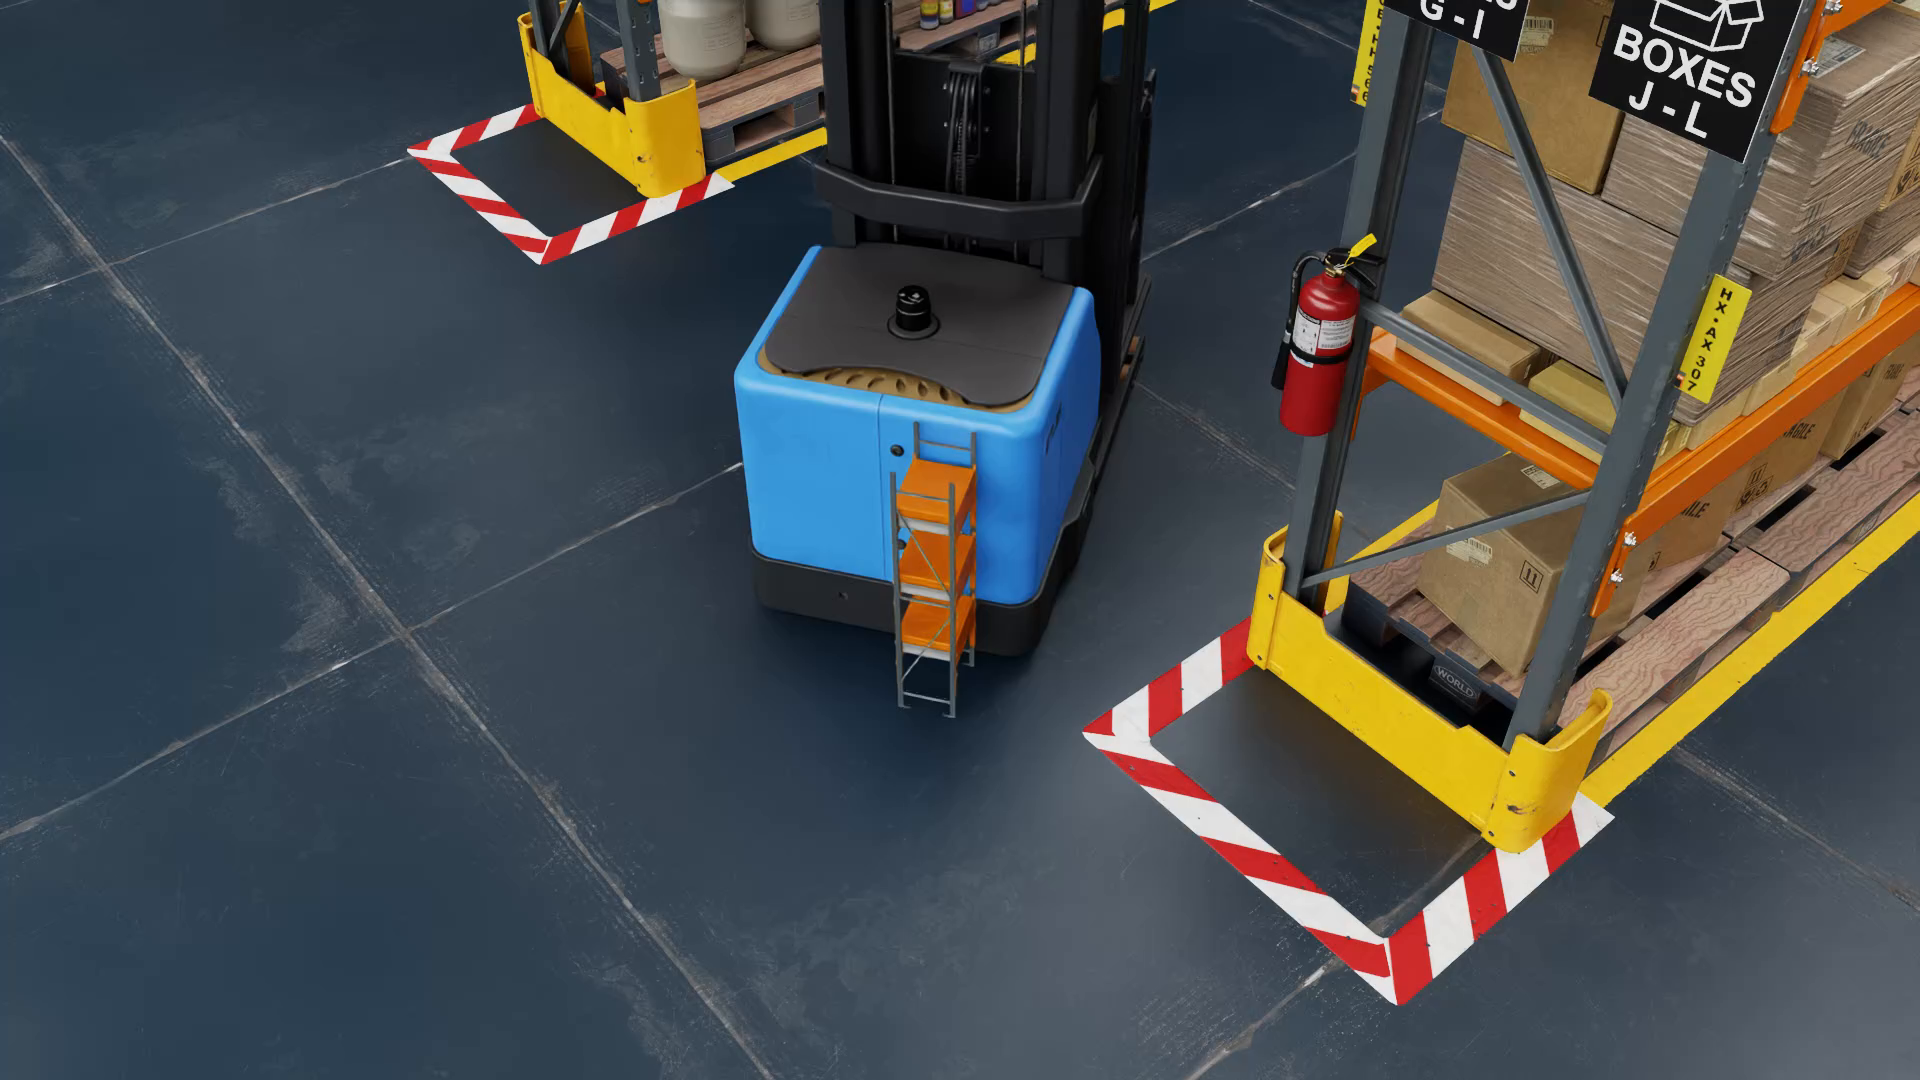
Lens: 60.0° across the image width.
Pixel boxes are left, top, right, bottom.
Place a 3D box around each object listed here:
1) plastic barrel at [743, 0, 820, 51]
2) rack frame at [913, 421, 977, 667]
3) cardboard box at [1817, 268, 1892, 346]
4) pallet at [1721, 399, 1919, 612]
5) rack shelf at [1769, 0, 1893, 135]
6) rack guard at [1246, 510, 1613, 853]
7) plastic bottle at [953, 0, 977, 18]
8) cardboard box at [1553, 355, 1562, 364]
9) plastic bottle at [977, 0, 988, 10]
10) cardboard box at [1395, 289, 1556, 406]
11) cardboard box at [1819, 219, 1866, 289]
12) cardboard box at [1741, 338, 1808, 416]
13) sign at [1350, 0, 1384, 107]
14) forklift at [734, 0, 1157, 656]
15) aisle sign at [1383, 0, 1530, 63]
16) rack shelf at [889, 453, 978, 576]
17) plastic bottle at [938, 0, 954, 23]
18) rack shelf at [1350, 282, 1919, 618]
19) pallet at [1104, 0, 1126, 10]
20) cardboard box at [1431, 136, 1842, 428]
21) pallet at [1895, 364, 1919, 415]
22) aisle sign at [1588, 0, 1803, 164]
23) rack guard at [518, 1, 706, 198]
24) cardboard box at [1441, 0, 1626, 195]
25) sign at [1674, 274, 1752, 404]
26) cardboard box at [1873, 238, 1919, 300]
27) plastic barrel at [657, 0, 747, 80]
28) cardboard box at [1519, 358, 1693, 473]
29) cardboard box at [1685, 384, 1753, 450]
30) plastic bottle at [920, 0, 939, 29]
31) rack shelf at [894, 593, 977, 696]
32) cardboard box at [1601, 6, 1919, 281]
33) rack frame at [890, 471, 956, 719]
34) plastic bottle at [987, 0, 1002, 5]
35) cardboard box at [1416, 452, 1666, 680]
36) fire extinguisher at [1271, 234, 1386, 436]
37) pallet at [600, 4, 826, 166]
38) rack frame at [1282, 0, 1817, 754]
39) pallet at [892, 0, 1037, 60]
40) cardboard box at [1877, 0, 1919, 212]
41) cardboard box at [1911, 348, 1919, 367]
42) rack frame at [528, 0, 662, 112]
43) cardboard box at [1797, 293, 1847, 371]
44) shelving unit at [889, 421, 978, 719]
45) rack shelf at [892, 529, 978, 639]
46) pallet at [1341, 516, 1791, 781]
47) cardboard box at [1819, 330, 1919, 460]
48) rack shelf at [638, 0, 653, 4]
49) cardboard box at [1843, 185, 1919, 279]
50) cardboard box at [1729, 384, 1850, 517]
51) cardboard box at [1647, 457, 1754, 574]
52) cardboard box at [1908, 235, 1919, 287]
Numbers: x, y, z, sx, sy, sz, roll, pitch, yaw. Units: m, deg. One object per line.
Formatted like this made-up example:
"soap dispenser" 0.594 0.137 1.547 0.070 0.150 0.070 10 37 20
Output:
"plastic barrel" -0.912 -2.839 8.593 0.421 0.512 0.421 0 43 0
"rack frame" -0.046 0.039 5.442 0.200 1.050 0.008 11 44 11
"cardboard box" 2.578 -0.780 5.073 0.250 0.149 0.380 -30 51 -28
"pallet" 3.065 -0.331 6.448 1.213 0.211 1.003 -30 51 -28
"rack shelf" 2.960 -2.153 4.685 4.000 0.370 1.077 -30 51 -28
"rack guard" 1.484 0.435 5.422 0.348 0.500 1.175 -30 51 -28
"plastic bottle" 0.024 -2.937 8.848 0.133 0.283 0.061 -29 50 -27
"cardboard box" 1.704 -0.694 4.982 0.250 0.149 0.380 -30 51 -28
"plastic bottle" 0.102 -2.993 8.917 0.097 0.271 0.097 0 43 0
"cardboard box" 1.512 -0.585 4.865 0.250 0.149 0.380 -30 51 -28
"cardboard box" 2.172 -1.098 4.937 0.500 0.500 0.875 -30 51 -28
"cardboard box" 2.203 -0.553 4.831 0.250 0.149 0.380 -30 51 -28
"sign" 1.085 -1.280 4.346 0.005 0.325 0.100 -30 51 -28
"forklift" 0.150 -1.694 5.913 1.130 2.935 3.031 11 44 11
"aisle sign" 1.186 -1.521 3.779 0.004 0.787 0.394 -30 51 -28
"rack shelf" -0.079 -0.080 5.169 0.215 0.259 0.240 11 44 11
"plastic bottle" -0.082 -2.862 8.829 0.097 0.201 0.097 0 43 0
"rack shelf" 2.960 -1.059 5.712 4.000 0.370 1.077 -30 51 -28
"pallet" 0.774 -3.511 9.834 1.213 0.211 1.003 -30 51 -28
"cardboard box" 1.865 -0.815 4.636 0.500 0.500 0.875 -30 51 -28
"pallet" 4.001 -0.870 7.022 1.213 0.211 1.003 -30 51 -28
"aisle sign" 1.571 -1.206 3.444 0.004 0.787 0.394 -30 51 -28
"rack guard" -1.724 -2.191 8.217 0.348 0.500 1.175 -30 51 -28
"cardboard box" 1.689 -1.324 4.448 0.500 0.500 0.500 -30 51 -28
"sign" 1.774 -0.474 3.931 0.005 0.325 0.100 -30 51 -28
"cardboard box" 2.752 -0.904 5.205 0.250 0.149 0.380 -30 51 -28
"plastic barrel" -1.296 -2.619 8.358 0.421 0.512 0.421 0 43 0
"cardboard box" 1.797 -0.351 4.617 0.250 0.149 0.380 -30 51 -28
"cardboard box" 2.001 -0.451 4.723 0.250 0.149 0.380 -30 51 -28
"plastic bottle" -0.161 -2.842 8.757 0.097 0.271 0.097 0 43 0
"rack shelf" -0.079 0.329 5.554 0.215 0.259 0.240 11 44 11
"cardboard box" 2.023 -1.051 4.157 0.500 0.500 0.500 -30 51 -28
"rack frame" -0.112 0.200 5.271 0.200 1.050 0.008 11 44 11
"plastic bottle" 0.178 -3.037 8.964 0.097 0.271 0.097 0 43 0
"cardboard box" 1.916 0.050 5.525 0.500 0.500 0.500 -21 47 -21
"fire extinguisher" 1.042 -0.606 4.761 0.183 0.674 0.296 -30 51 -28
"pallet" -1.097 -2.439 8.693 1.213 0.211 1.003 -30 51 -28
"rack frame" 1.426 -0.443 4.531 0.127 3.000 1.000 -30 51 -28
"pallet" -0.162 -2.972 9.261 1.213 0.211 1.003 -30 51 -28
"cardboard box" 2.411 -1.267 4.387 0.500 0.500 0.500 -30 51 -28
"cardboard box" 3.727 -1.032 6.676 0.500 0.500 0.500 -15 45 -16
"rack frame" -1.752 -3.044 7.300 0.127 3.000 1.000 -30 51 -28
"cardboard box" 2.381 -0.674 4.960 0.250 0.149 0.380 -30 51 -28
"shelving unit" -0.079 0.119 5.356 0.215 1.050 0.252 11 44 11
"rack shelf" -0.079 0.127 5.364 0.215 0.259 0.240 11 44 11
"pallet" 2.130 0.202 5.881 1.213 0.211 1.003 -30 51 -28
"cardboard box" 3.301 -0.718 6.342 0.500 0.500 0.500 34 53 31
"rack shelf" -0.218 -3.660 8.481 4.000 0.370 1.077 -30 51 -28
"cardboard box" 2.583 -1.294 5.147 0.500 0.500 0.875 -30 51 -28
"cardboard box" 2.844 -0.496 6.106 0.500 0.500 0.500 -25 49 -24
"cardboard box" 2.352 -0.231 5.824 0.500 0.500 0.500 -17 46 -18
"cardboard box" 3.010 -0.959 5.264 0.250 0.149 0.380 -30 51 -28
